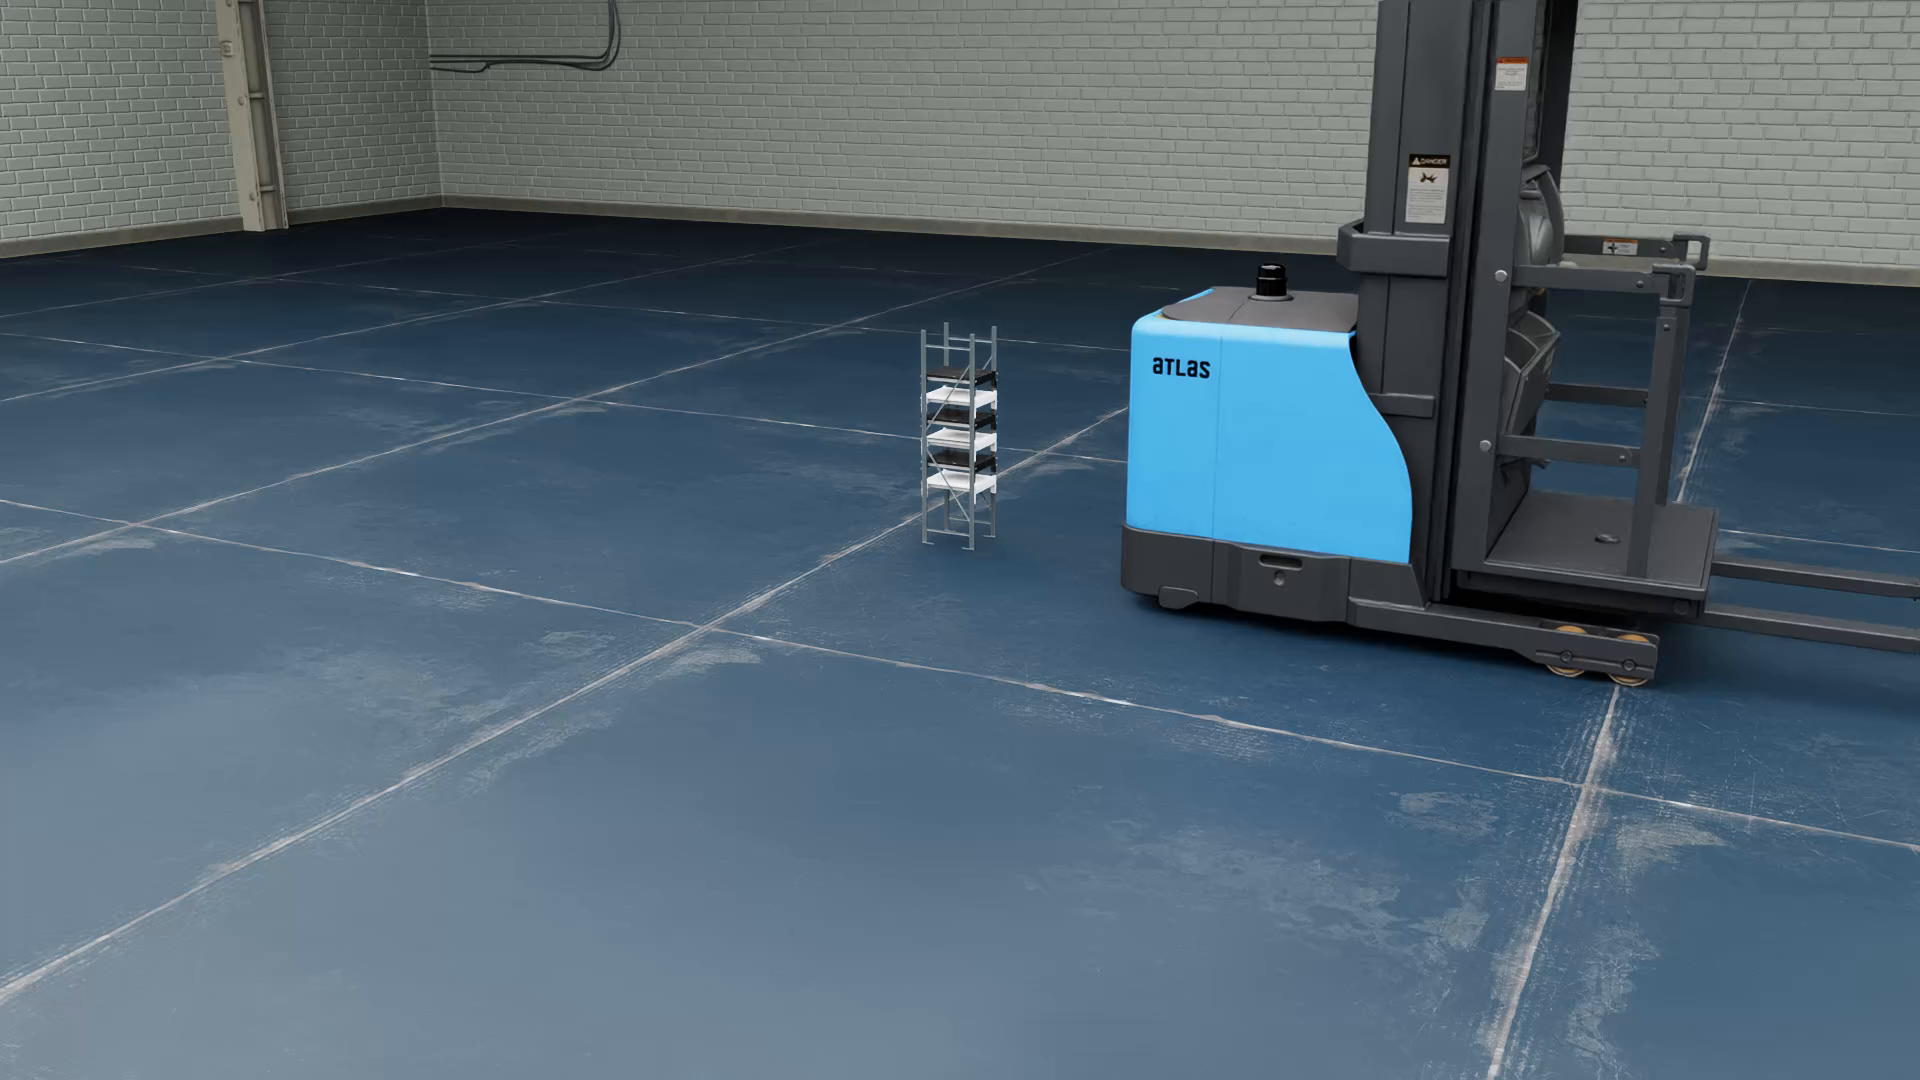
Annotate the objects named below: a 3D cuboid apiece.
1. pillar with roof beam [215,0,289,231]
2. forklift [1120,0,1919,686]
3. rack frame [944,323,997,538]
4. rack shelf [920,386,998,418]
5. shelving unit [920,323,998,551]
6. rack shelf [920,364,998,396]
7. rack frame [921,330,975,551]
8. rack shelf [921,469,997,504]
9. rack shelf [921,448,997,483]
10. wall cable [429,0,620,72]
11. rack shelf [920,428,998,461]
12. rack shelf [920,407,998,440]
[{"bbox_3d":[-4.066,-7.312,15.837,9.100,9.000,0.400,8,18,25],"label":"pillar with roof beam"},{"bbox_3d":[2.155,-1.101,5.582,3.031,2.935,1.130,8,18,25],"label":"forklift"},{"bbox_3d":[0.042,-0.455,6.976,0.240,0.900,0.006,8,18,25],"label":"rack frame"},{"bbox_3d":[-0.004,-0.570,6.848,0.258,0.077,0.200,8,18,25],"label":"rack shelf"},{"bbox_3d":[-0.004,-0.429,6.889,0.258,0.900,0.210,8,18,25],"label":"shelving unit"},{"bbox_3d":[-0.004,-0.656,6.822,0.258,0.077,0.200,8,18,25],"label":"rack shelf"},{"bbox_3d":[-0.049,-0.403,6.802,0.240,0.900,0.006,8,18,25],"label":"rack frame"},{"bbox_3d":[-0.004,-0.225,6.950,0.258,0.077,0.200,8,18,25],"label":"rack shelf"},{"bbox_3d":[-0.004,-0.311,6.924,0.258,0.077,0.200,8,18,25],"label":"rack shelf"},{"bbox_3d":[-5.418,-6.953,20.083,3.097,2.526,0.112,8,18,25],"label":"wall cable"},{"bbox_3d":[-0.004,-0.397,6.899,0.258,0.077,0.200,8,18,25],"label":"rack shelf"},{"bbox_3d":[-0.004,-0.484,6.873,0.258,0.077,0.200,8,18,25],"label":"rack shelf"}]
